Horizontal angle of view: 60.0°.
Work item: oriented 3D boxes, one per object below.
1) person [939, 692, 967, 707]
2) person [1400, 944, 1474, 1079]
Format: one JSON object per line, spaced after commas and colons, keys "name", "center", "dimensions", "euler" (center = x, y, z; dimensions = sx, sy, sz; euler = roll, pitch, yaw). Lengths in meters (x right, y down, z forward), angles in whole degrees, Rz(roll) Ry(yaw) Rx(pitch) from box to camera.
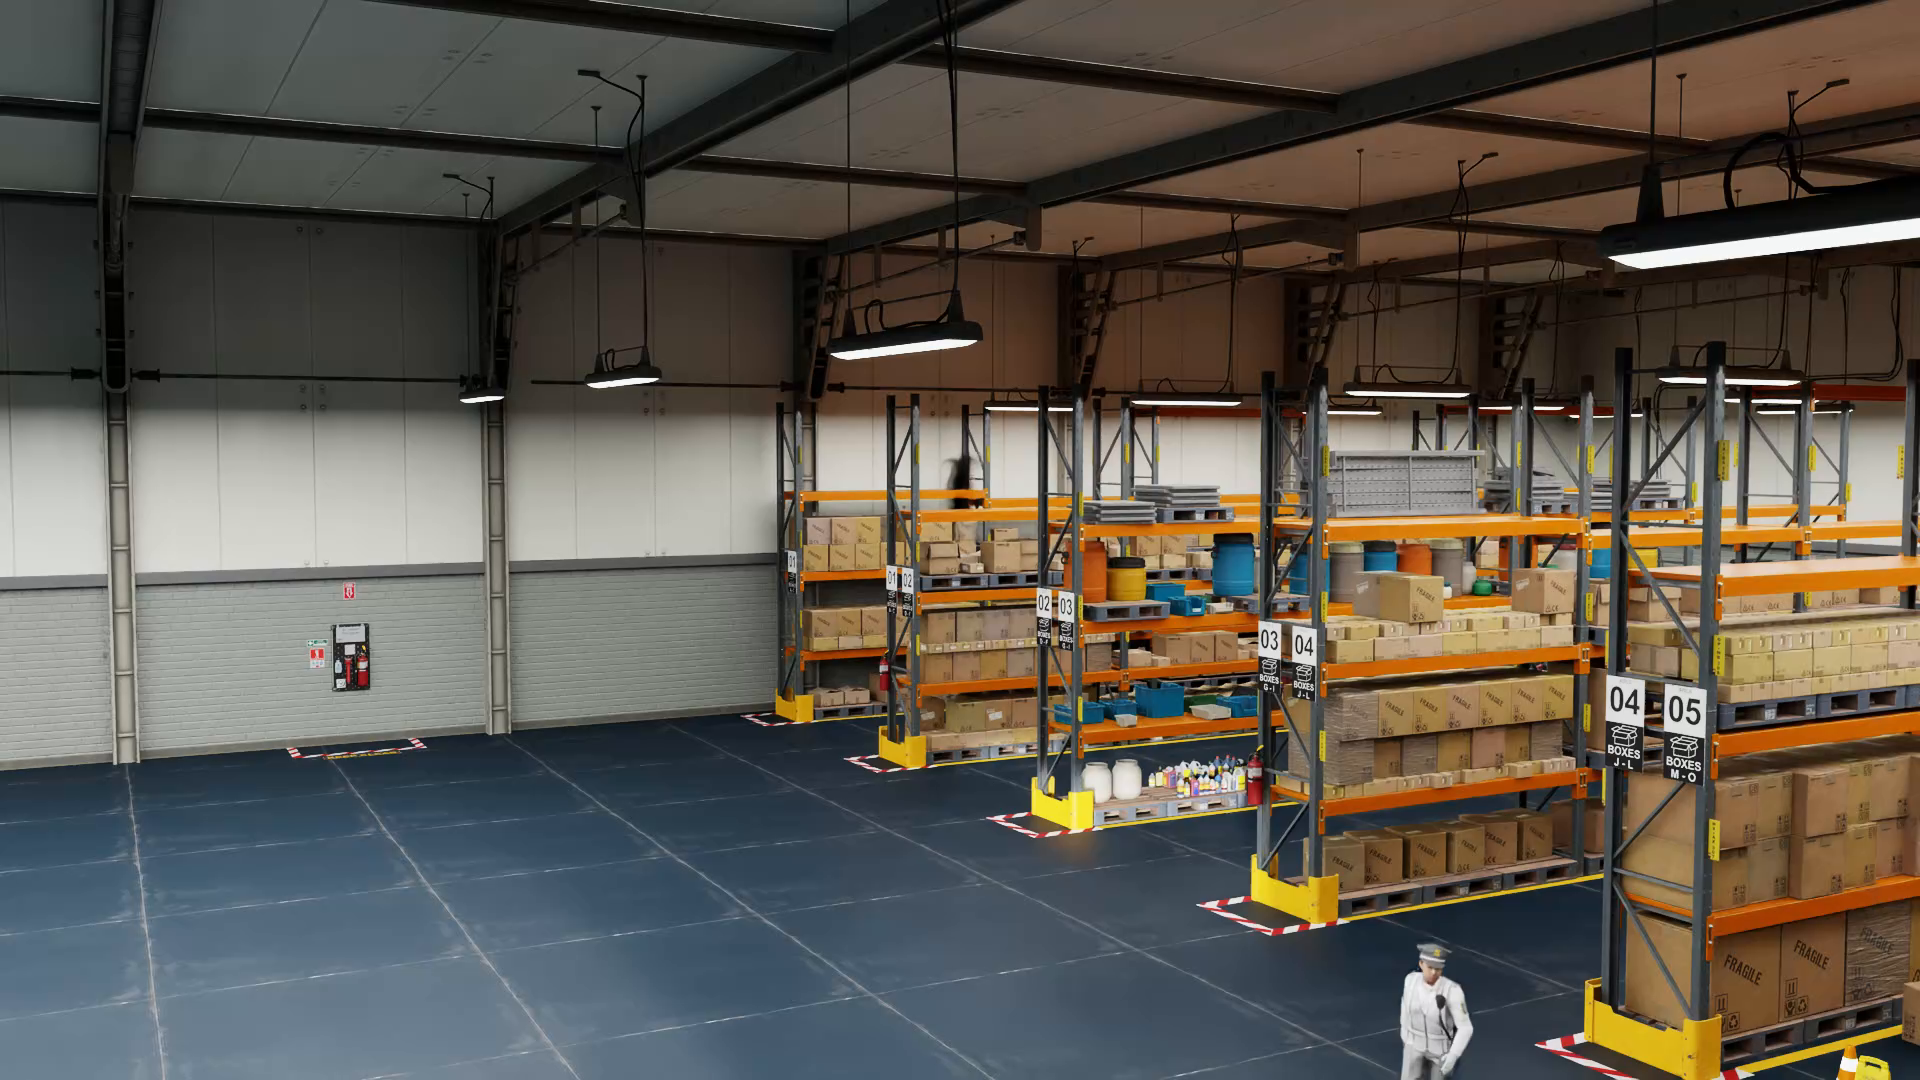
{"name": "person", "center": [-0.048, 2.645, 30.736], "dimensions": [0.925, 1.565, 0.579], "euler": [-3, 4, -40]}
{"name": "person", "center": [3.379, 3.666, 11.880], "dimensions": [0.577, 1.613, 0.765], "euler": [2, 4, 26]}
